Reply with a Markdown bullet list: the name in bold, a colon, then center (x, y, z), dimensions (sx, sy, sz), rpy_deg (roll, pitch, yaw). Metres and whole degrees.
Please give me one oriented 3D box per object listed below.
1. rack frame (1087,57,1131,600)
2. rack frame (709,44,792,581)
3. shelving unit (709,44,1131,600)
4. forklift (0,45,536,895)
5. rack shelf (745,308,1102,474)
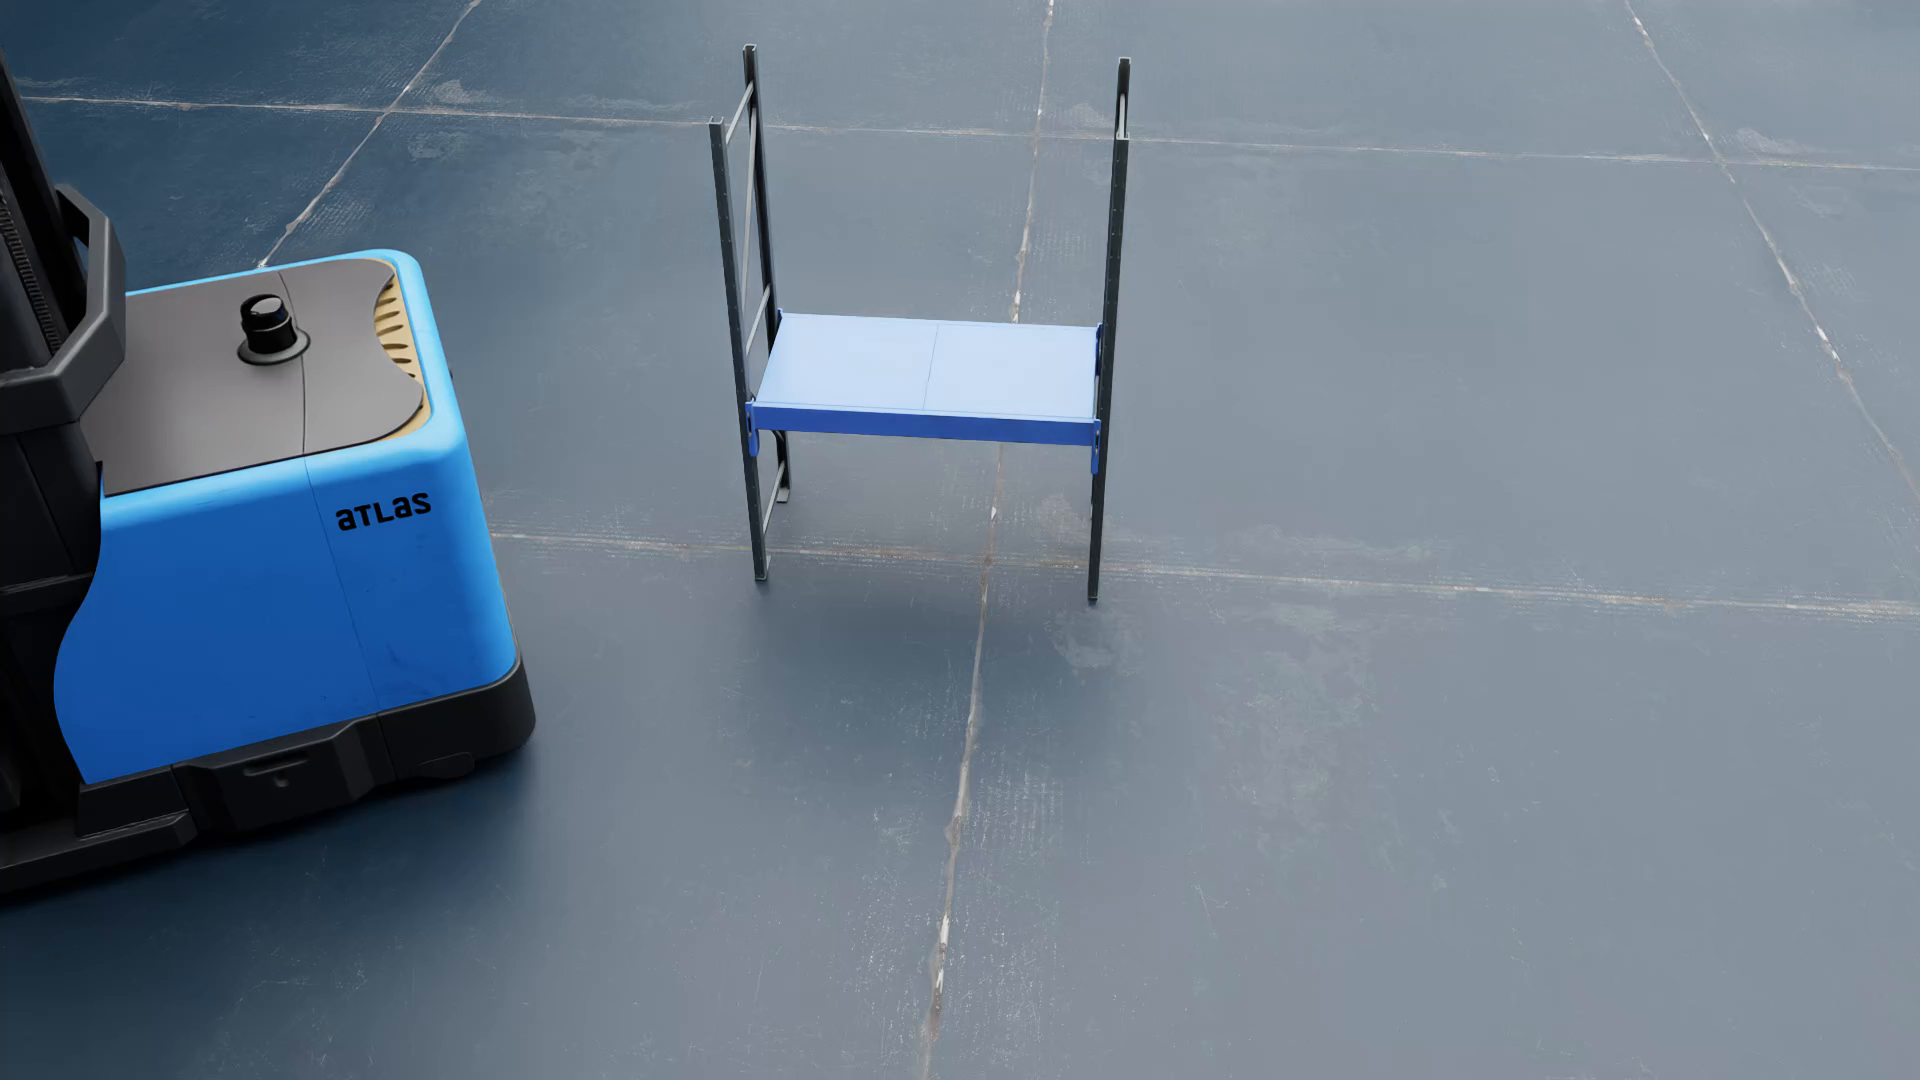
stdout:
- **rack frame**: center (0.421, -0.559, 4.748), dimensions (0.032, 1.500, 0.500), rpy_deg (3, 39, 4)
- **rack frame**: center (-0.591, -0.614, 4.816), dimensions (0.032, 1.500, 0.500), rpy_deg (3, 39, 4)
- **shelving unit**: center (-0.085, -0.586, 4.782), dimensions (1.048, 1.500, 0.538), rpy_deg (3, 39, 4)
- **forklift**: center (-2.724, -0.498, 3.540), dimensions (3.031, 2.935, 1.130), rpy_deg (-14, 41, -16)
- **rack shelf**: center (-0.085, -0.447, 4.896), dimensions (1.000, 0.185, 0.538), rpy_deg (3, 39, 4)
